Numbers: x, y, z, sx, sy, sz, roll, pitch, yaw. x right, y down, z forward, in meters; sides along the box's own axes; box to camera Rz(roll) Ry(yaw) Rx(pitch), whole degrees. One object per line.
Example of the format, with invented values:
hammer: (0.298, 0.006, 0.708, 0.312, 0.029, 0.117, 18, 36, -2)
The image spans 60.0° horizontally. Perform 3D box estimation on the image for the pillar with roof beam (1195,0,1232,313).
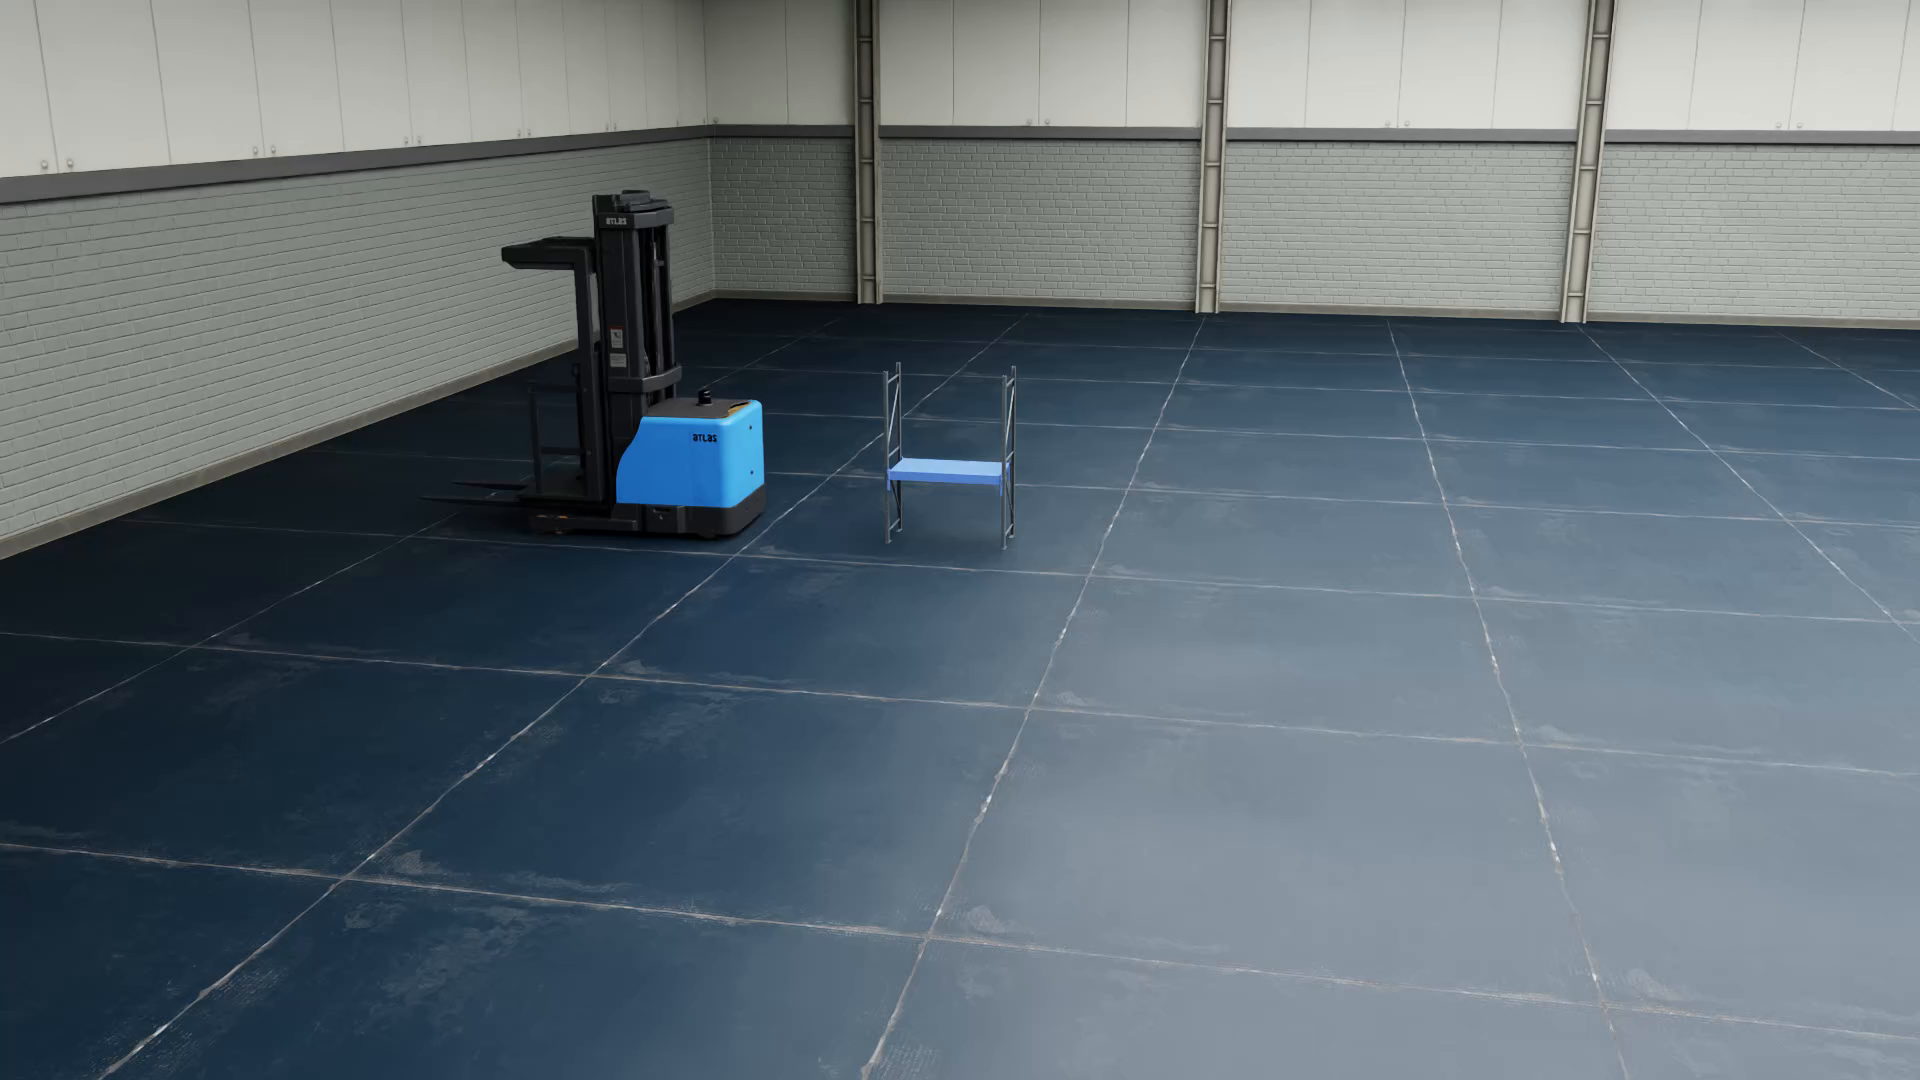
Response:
pillar with roof beam: (3.412, -7.153, 23.459, 0.400, 9.000, 9.100, 3, 16, 11)

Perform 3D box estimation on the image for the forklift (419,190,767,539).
forklift: (-3.345, -1.594, 14.756, 3.031, 2.935, 1.130, 3, 16, 10)

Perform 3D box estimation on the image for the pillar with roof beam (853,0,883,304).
pillar with roof beam: (-2.468, -7.472, 24.611, 0.400, 9.000, 9.100, 3, 16, 11)

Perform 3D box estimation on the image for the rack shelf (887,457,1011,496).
rack shelf: (-0.084, -0.554, 14.356, 1.000, 0.185, 0.538, 3, 16, 11)

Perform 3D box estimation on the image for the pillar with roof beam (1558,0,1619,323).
pillar with roof beam: (9.292, -6.834, 22.307, 0.400, 9.000, 9.100, 3, 16, 11)

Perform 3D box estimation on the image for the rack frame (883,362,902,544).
rack frame: (-0.582, -0.754, 14.406, 0.032, 1.500, 0.500, 3, 16, 11)

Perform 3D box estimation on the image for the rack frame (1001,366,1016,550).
rack frame: (0.415, -0.700, 14.211, 0.032, 1.500, 0.500, 3, 16, 11)

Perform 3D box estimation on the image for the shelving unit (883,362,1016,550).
shelving unit: (-0.084, -0.727, 14.308, 1.048, 1.500, 0.538, 3, 16, 11)
